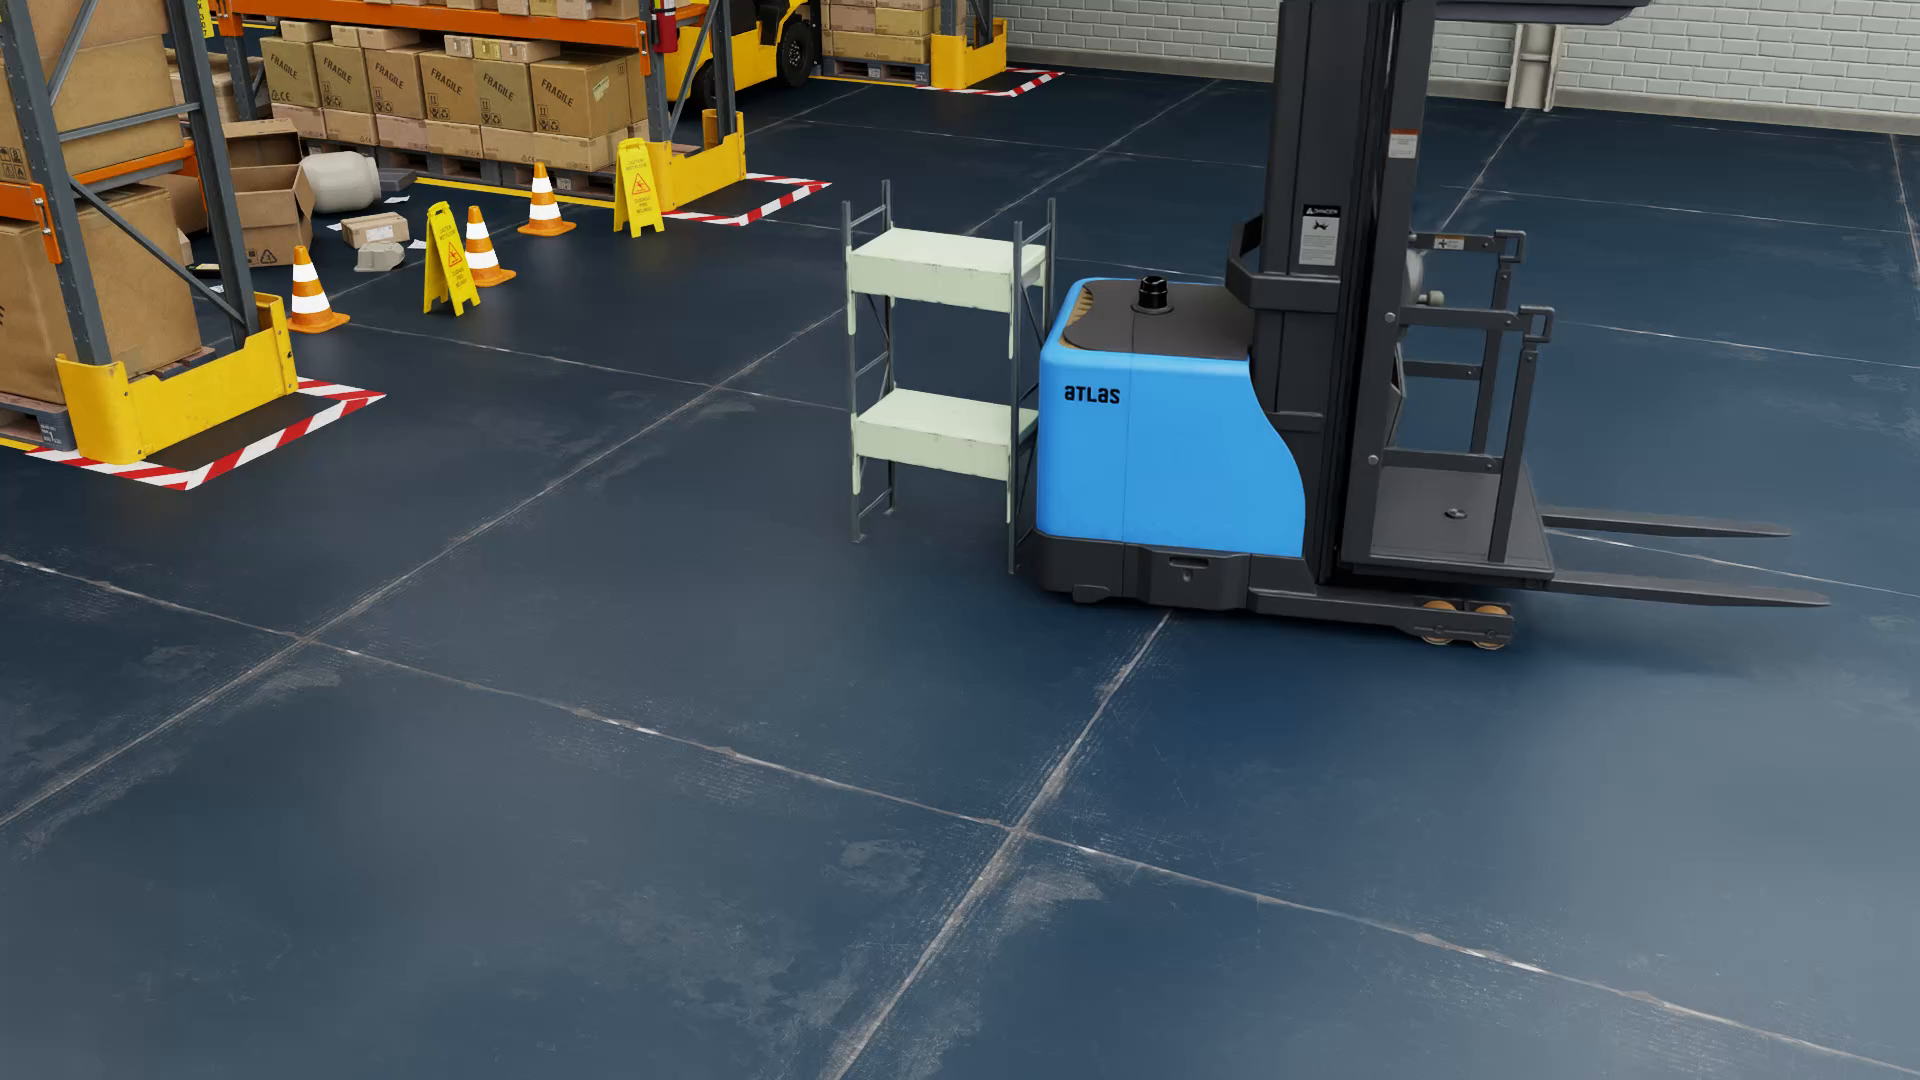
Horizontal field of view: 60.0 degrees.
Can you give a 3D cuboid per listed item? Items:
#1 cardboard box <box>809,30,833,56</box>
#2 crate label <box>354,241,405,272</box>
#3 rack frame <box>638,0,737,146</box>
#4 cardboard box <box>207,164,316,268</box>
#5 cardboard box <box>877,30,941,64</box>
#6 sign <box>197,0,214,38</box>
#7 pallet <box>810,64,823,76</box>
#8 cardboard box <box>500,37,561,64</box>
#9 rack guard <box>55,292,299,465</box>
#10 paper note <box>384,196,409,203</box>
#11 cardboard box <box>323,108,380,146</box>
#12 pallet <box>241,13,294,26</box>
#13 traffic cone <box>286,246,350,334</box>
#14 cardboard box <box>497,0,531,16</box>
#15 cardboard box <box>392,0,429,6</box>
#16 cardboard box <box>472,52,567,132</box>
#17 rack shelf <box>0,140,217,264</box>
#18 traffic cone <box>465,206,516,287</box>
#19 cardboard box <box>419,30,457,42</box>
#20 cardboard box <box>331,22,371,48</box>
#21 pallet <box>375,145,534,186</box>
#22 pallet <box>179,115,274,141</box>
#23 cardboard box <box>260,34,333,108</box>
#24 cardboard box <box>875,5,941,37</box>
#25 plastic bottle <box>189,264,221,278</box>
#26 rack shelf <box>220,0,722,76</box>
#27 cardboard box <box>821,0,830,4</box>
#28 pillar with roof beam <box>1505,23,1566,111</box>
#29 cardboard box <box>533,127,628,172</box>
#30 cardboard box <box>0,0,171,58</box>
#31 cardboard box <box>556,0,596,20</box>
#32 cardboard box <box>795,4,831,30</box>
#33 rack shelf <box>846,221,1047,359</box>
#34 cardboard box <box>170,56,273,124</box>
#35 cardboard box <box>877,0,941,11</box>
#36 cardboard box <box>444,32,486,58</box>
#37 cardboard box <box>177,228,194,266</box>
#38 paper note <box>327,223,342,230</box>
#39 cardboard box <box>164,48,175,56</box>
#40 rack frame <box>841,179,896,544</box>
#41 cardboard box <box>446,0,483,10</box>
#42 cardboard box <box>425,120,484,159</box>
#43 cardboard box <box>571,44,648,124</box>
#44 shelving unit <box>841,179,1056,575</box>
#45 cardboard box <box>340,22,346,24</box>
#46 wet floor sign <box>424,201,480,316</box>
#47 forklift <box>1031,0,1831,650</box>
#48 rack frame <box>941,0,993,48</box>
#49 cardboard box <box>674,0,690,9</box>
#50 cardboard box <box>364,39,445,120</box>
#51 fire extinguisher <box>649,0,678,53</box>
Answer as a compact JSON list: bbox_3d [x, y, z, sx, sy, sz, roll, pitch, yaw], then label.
[{"bbox_3d":[-1.386,-5.074,16.798,0.500,0.250,0.500,12,29,22],"label":"cardboard box"},{"bbox_3d":[-3.795,-1.860,10.873,0.298,0.136,0.250,-2,26,-5],"label":"crate label"},{"bbox_3d":[-1.978,-3.974,11.926,0.127,3.000,1.000,11,28,22],"label":"rack frame"},{"bbox_3d":[-4.625,-2.157,11.062,0.637,0.503,0.797,-7,27,-14],"label":"cardboard box"},{"bbox_3d":[-0.485,-4.884,16.412,0.500,0.250,0.500,12,28,22],"label":"cardboard box"},{"bbox_3d":[-3.700,-2.611,8.088,0.005,0.325,0.100,11,28,22],"label":"sign"},{"bbox_3d":[-1.747,-5.066,17.301,1.213,0.211,1.003,11,28,22],"label":"pallet"},{"bbox_3d":[-3.177,-3.638,12.298,0.250,0.149,0.380,12,29,23],"label":"cardboard box"},{"bbox_3d":[-3.913,-0.840,8.389,0.348,0.500,1.175,11,28,22],"label":"rack guard"},{"bbox_3d":[-4.187,-2.535,12.365,0.148,0.019,0.142,2,26,4],"label":"paper note"},{"bbox_3d":[-4.703,-3.351,13.297,0.500,0.250,0.500,13,29,25],"label":"cardboard box"},{"bbox_3d":[-7.873,-6.334,19.876,1.213,0.211,1.003,11,28,22],"label":"pallet"},{"bbox_3d":[-3.831,-1.495,9.763,0.334,0.463,0.336,11,28,22],"label":"traffic cone"},{"bbox_3d":[-3.155,-3.936,12.133,0.250,0.149,0.380,12,29,23],"label":"cardboard box"},{"bbox_3d":[-4.064,-4.134,12.535,0.250,0.149,0.380,11,28,22],"label":"cardboard box"},{"bbox_3d":[-3.292,-3.401,12.551,0.500,0.500,0.500,12,29,24],"label":"cardboard box"},{"bbox_3d":[-5.756,-2.008,8.748,4.000,0.370,1.077,11,28,22],"label":"rack shelf"},{"bbox_3d":[-3.054,-1.887,10.560,0.334,0.463,0.336,11,28,22],"label":"traffic cone"},{"bbox_3d":[-4.041,-3.811,13.384,0.500,0.500,0.500,13,29,24],"label":"cardboard box"},{"bbox_3d":[-4.637,-3.931,12.893,0.250,0.149,0.380,13,29,24],"label":"cardboard box"},{"bbox_3d":[-3.879,-3.123,13.355,1.213,0.211,1.003,11,28,22],"label":"pallet"},{"bbox_3d":[-6.329,-3.596,14.315,1.213,0.211,1.003,11,28,22],"label":"pallet"},{"bbox_3d":[-5.194,-3.780,13.321,0.500,0.500,0.500,13,29,24],"label":"cardboard box"},{"bbox_3d":[-0.499,-5.113,16.311,0.500,0.250,0.500,11,28,21],"label":"cardboard box"},{"bbox_3d":[-4.834,-1.731,10.696,0.283,0.061,0.133,2,26,4],"label":"plastic bottle"},{"bbox_3d":[-3.799,-4.017,12.828,4.000,0.370,1.077,11,28,22],"label":"rack shelf"},{"bbox_3d":[-1.406,-5.512,16.555,0.500,0.250,0.500,12,29,22],"label":"cardboard box"},{"bbox_3d":[3.492,-6.324,9.907,0.400,9.000,9.100,11,28,22],"label":"pillar with roof beam"},{"bbox_3d":[-2.847,-2.973,12.530,0.500,0.250,0.500,11,28,22],"label":"cardboard box"},{"bbox_3d":[-4.257,-2.601,7.744,0.550,0.550,0.875,11,28,22],"label":"cardboard box"},{"bbox_3d":[-2.684,-3.846,11.949,0.250,0.149,0.380,11,28,21],"label":"cardboard box"},{"bbox_3d":[-1.430,-5.295,16.680,0.500,0.250,0.500,11,28,21],"label":"cardboard box"},{"bbox_3d":[-0.043,-1.024,6.747,0.720,0.370,0.431,11,28,21],"label":"rack shelf"},{"bbox_3d":[-6.098,-3.810,14.092,0.625,0.372,0.950,12,29,22],"label":"cardboard box"},{"bbox_3d":[-0.475,-5.333,16.191,0.500,0.250,0.500,12,29,24],"label":"cardboard box"},{"bbox_3d":[-3.644,-3.734,12.493,0.250,0.149,0.380,13,29,24],"label":"cardboard box"},{"bbox_3d":[-5.249,-1.896,10.801,0.258,0.266,0.396,17,31,31],"label":"cardboard box"},{"bbox_3d":[-4.374,-2.225,11.748,0.142,0.019,0.148,23,35,39],"label":"paper note"},{"bbox_3d":[-7.387,-4.066,14.613,0.625,0.372,0.950,12,29,23],"label":"cardboard box"},{"bbox_3d":[-0.379,-0.738,7.050,0.023,1.500,0.400,11,28,21],"label":"rack frame"},{"bbox_3d":[-3.600,-4.050,12.364,0.250,0.149,0.380,11,28,21],"label":"cardboard box"},{"bbox_3d":[-3.772,-3.160,12.910,0.500,0.250,0.500,10,28,20],"label":"cardboard box"},{"bbox_3d":[-2.620,-3.528,12.809,0.500,0.500,0.500,10,28,20],"label":"cardboard box"},{"bbox_3d":[-0.043,-0.673,6.920,0.755,1.500,0.431,11,28,21],"label":"shelving unit"},{"bbox_3d":[-4.970,-3.996,13.760,0.500,0.500,0.500,11,28,21],"label":"cardboard box"},{"bbox_3d":[-3.089,-1.700,9.972,0.232,0.644,0.267,6,27,13],"label":"wet floor sign"},{"bbox_3d":[1.860,-1.150,6.267,3.031,2.935,1.130,5,27,10],"label":"forklift"},{"bbox_3d":[0.073,-5.971,15.981,0.127,3.000,1.000,11,28,22],"label":"rack frame"},{"bbox_3d":[-2.202,-4.007,12.277,0.250,0.149,0.380,11,28,22],"label":"cardboard box"},{"bbox_3d":[-4.231,-3.592,12.938,0.500,0.500,0.500,13,29,24],"label":"cardboard box"},{"bbox_3d":[-2.065,-3.733,11.524,0.183,0.674,0.296,11,28,22],"label":"fire extinguisher"}]
